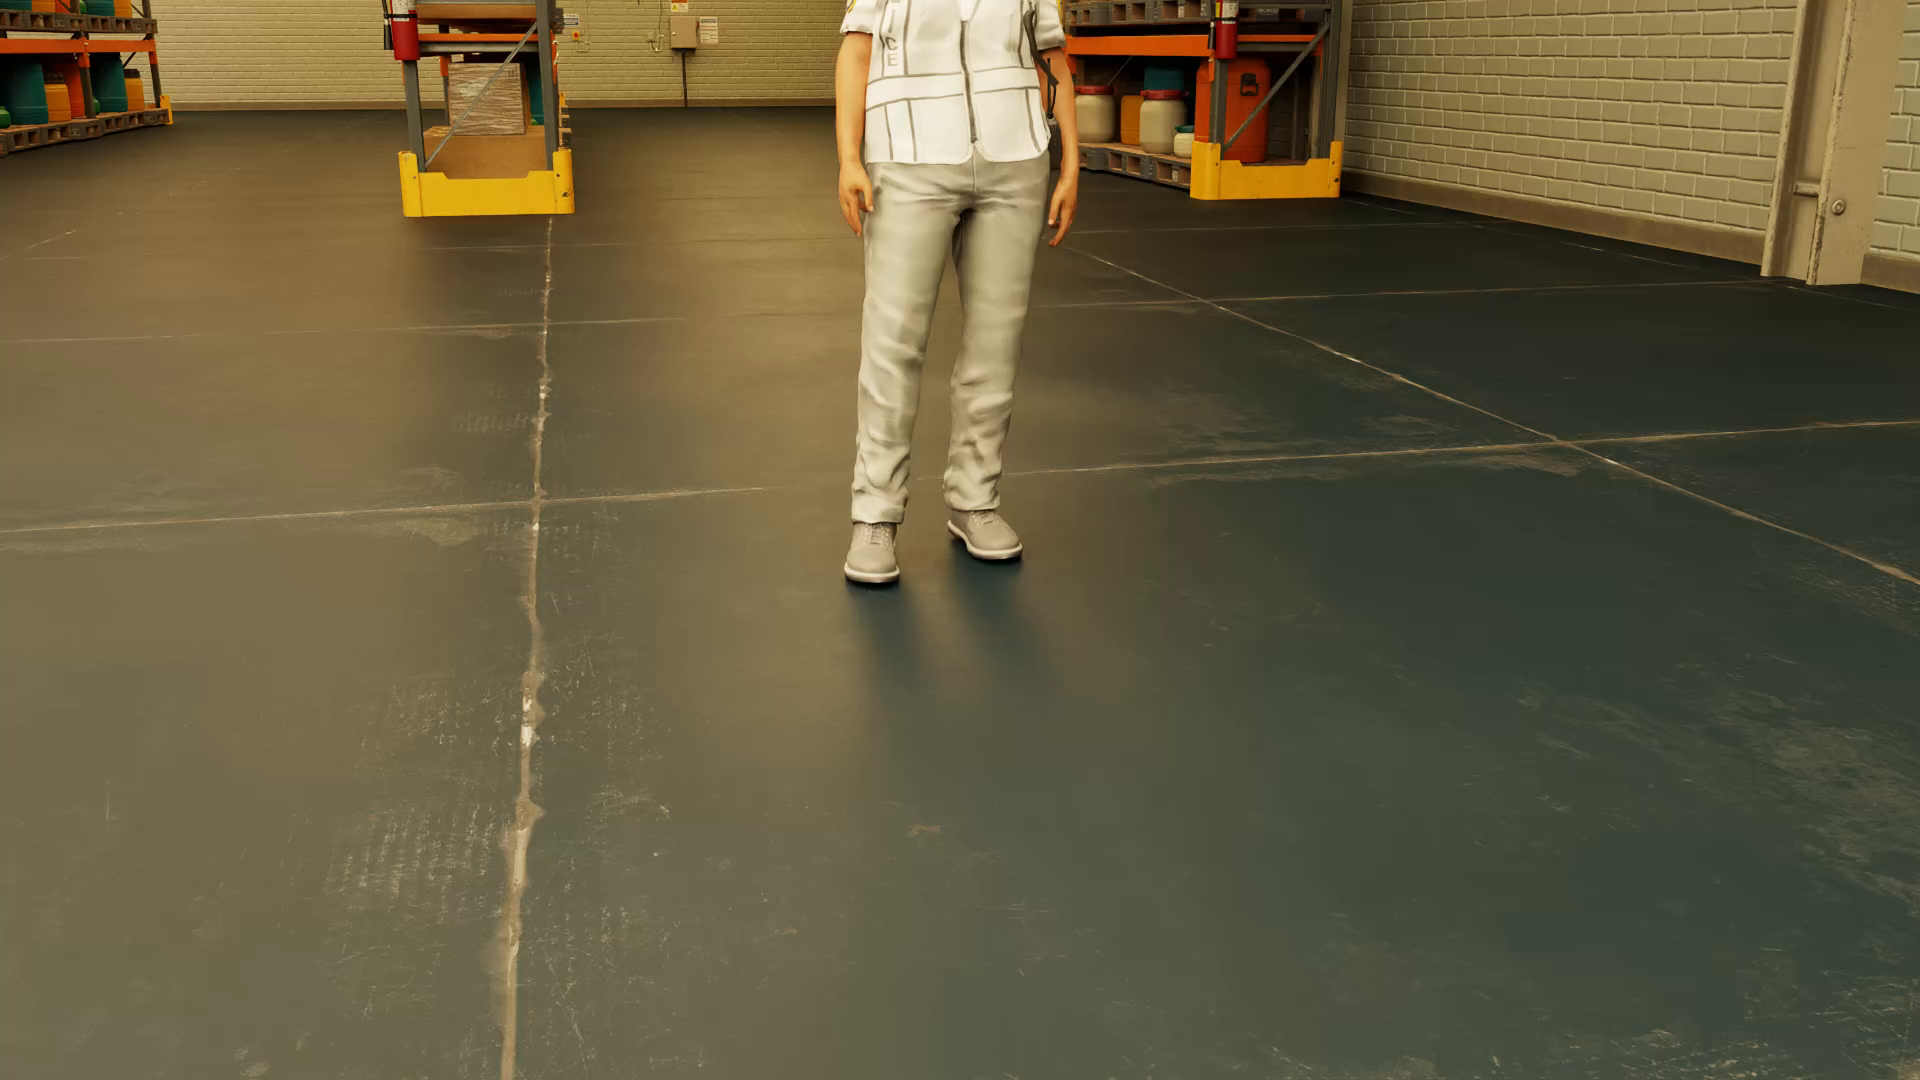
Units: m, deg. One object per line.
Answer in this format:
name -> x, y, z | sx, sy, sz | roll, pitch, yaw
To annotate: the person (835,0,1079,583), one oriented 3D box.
person -> -0.004, -0.784, 3.700 | 0.599, 1.670, 0.529 | -4, 17, -12
